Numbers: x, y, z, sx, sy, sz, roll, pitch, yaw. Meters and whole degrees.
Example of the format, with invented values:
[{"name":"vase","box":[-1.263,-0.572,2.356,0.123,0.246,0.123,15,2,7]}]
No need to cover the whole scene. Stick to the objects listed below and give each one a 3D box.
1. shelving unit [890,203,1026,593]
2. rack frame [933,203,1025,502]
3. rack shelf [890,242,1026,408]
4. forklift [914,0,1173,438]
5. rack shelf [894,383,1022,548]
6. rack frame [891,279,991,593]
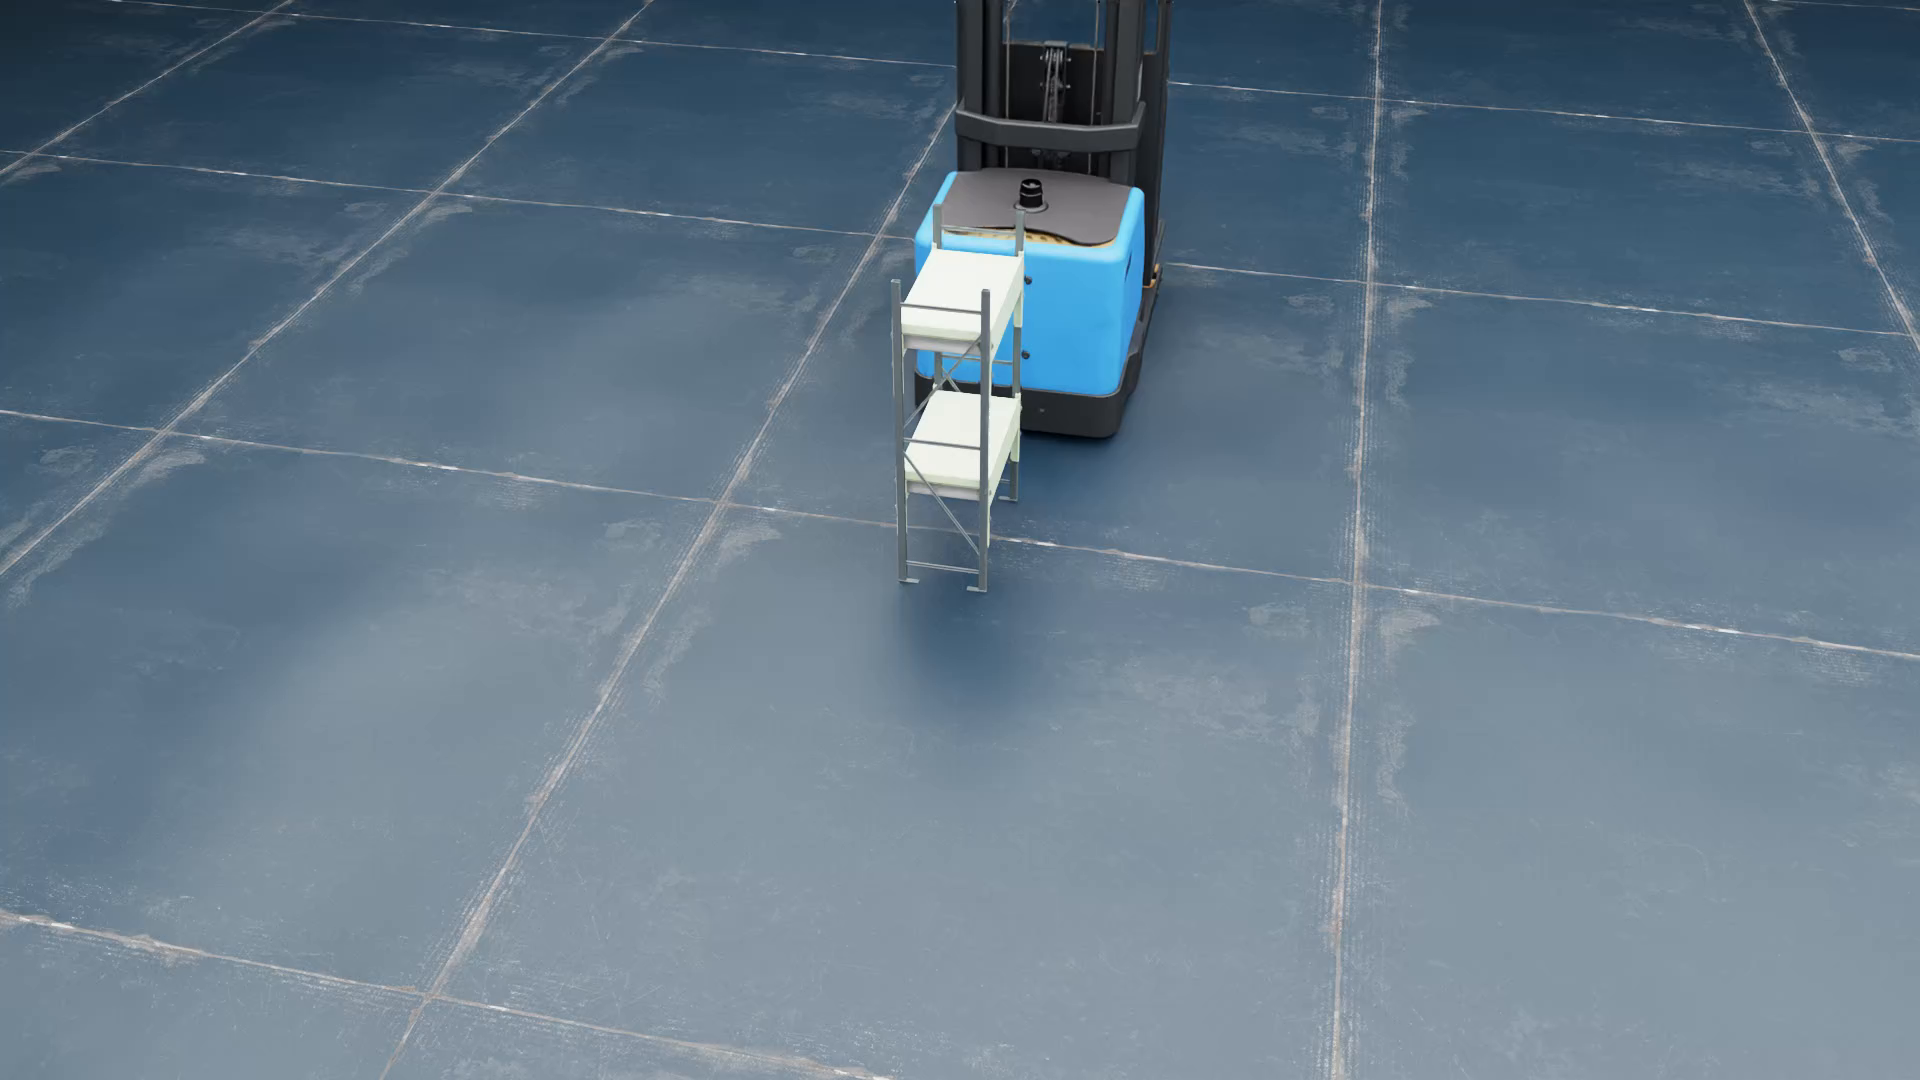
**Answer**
[{"name":"shelving unit","box":[0.001,-0.611,7.315,0.431,1.500,0.755,7,37,10]},{"name":"rack frame","box":[0.080,-0.821,7.605,0.400,1.500,0.023,7,37,10]},{"name":"rack shelf","box":[0.001,-0.927,7.086,0.431,0.370,0.720,7,37,10]},{"name":"forklift","box":[0.577,-2.562,8.788,1.130,2.935,3.031,7,37,10]},{"name":"rack shelf","box":[0.001,-0.347,7.506,0.431,0.370,0.720,7,37,10]},{"name":"rack frame","box":[-0.077,-0.401,7.026,0.400,1.500,0.023,7,37,10]}]
